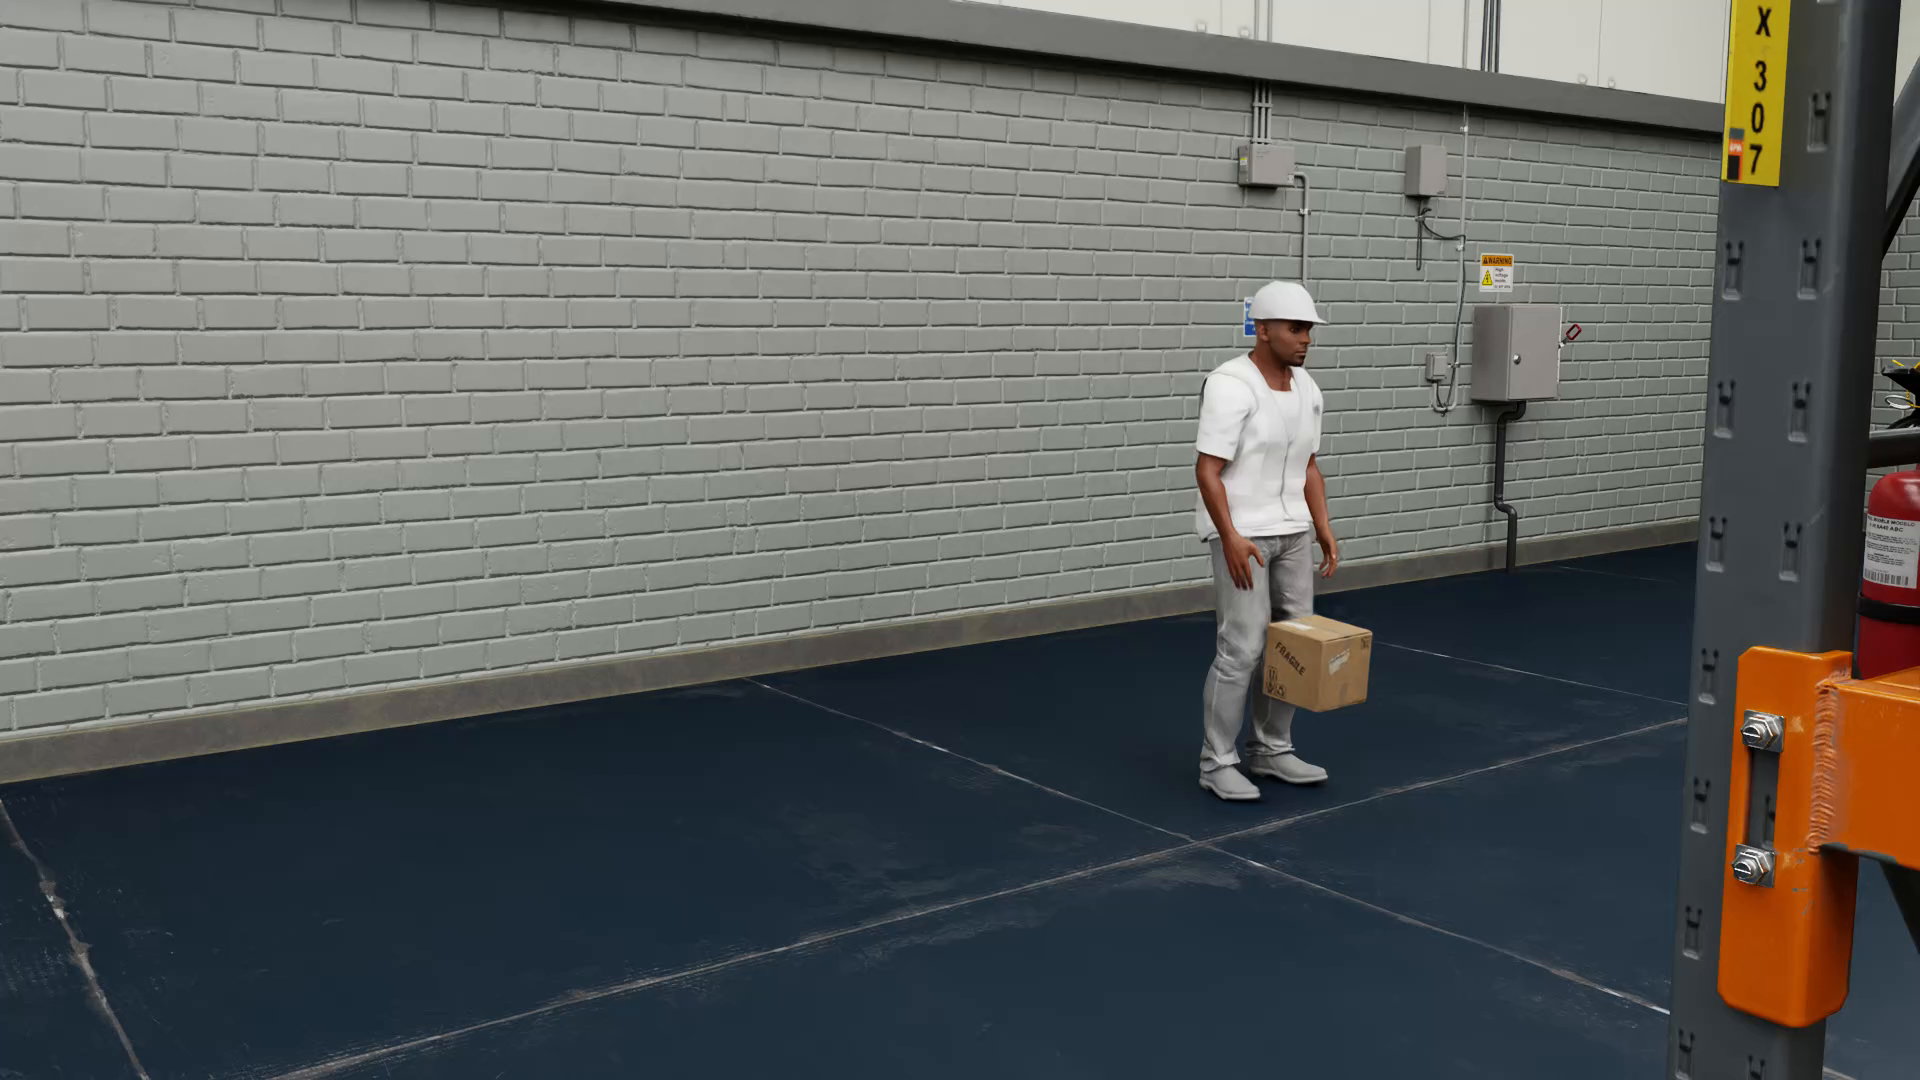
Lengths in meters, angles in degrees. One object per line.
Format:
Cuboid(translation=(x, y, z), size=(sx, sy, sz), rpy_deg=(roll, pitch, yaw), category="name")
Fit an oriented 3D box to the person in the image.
Cuboid(translation=(1.059, -0.011, 5.798), size=(0.591, 1.764, 0.430), rpy_deg=(-6, 10, -37), category="person")
